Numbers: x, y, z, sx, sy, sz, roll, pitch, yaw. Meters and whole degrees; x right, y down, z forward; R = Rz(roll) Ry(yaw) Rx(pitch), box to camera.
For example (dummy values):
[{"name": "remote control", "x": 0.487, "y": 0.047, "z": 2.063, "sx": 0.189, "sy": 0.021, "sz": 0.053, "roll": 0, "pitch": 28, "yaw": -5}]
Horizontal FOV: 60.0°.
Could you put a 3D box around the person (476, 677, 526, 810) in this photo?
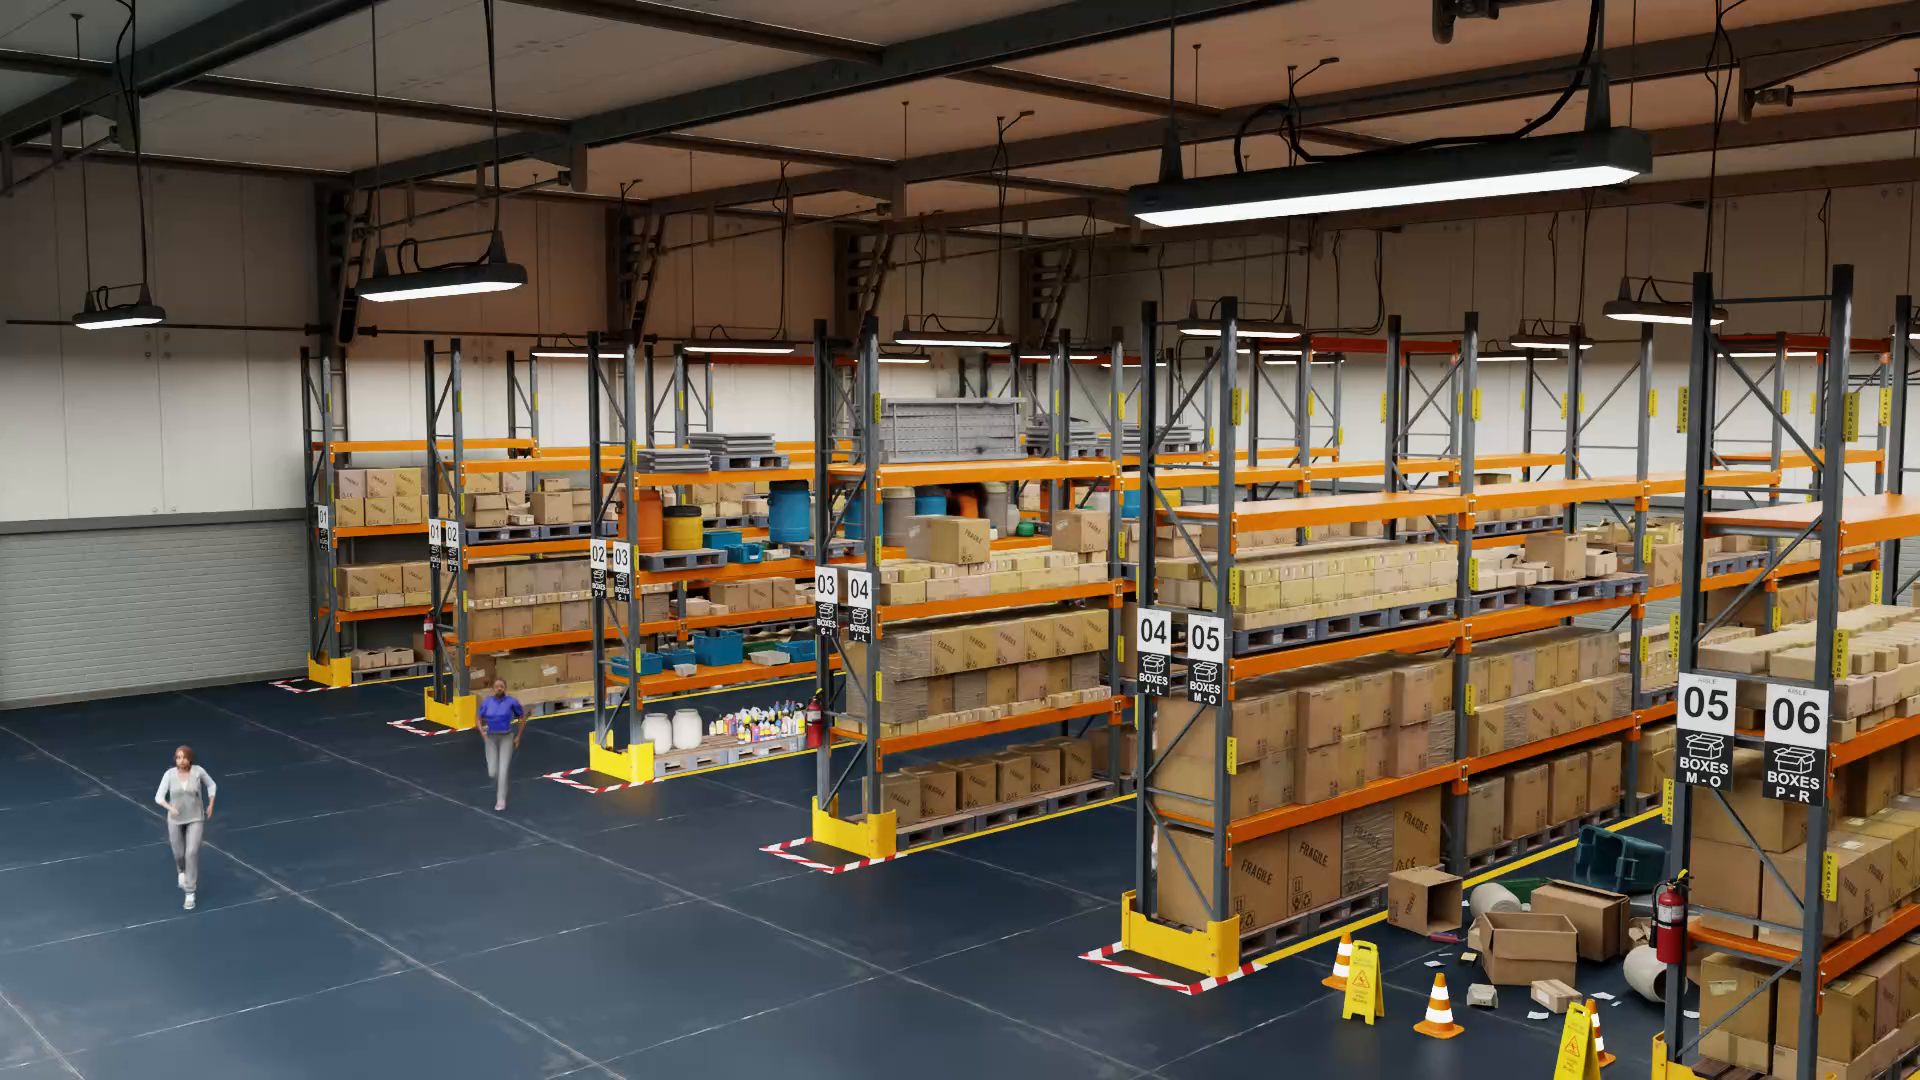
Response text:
[{"name": "person", "x": -5.776, "y": 2.533, "z": 20.925, "sx": 0.614, "sy": 1.635, "sz": 0.612, "roll": 0, "pitch": 5, "yaw": -3}]

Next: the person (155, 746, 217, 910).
[{"name": "person", "x": -7.878, "y": 2.880, "z": 16.952, "sx": 0.563, "sy": 1.611, "sz": 0.748, "roll": -2, "pitch": 5, "yaw": -20}]

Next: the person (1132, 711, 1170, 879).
[{"name": "person", "x": 2.156, "y": 2.695, "z": 17.874, "sx": 0.658, "sy": 1.768, "sz": 0.971, "roll": 3, "pitch": 6, "yaw": 28}]

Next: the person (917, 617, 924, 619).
[{"name": "person", "x": -1.029, "y": 1.764, "z": 28.747, "sx": 0.774, "sy": 1.796, "sz": 0.681, "roll": -5, "pitch": 7, "yaw": -43}]
